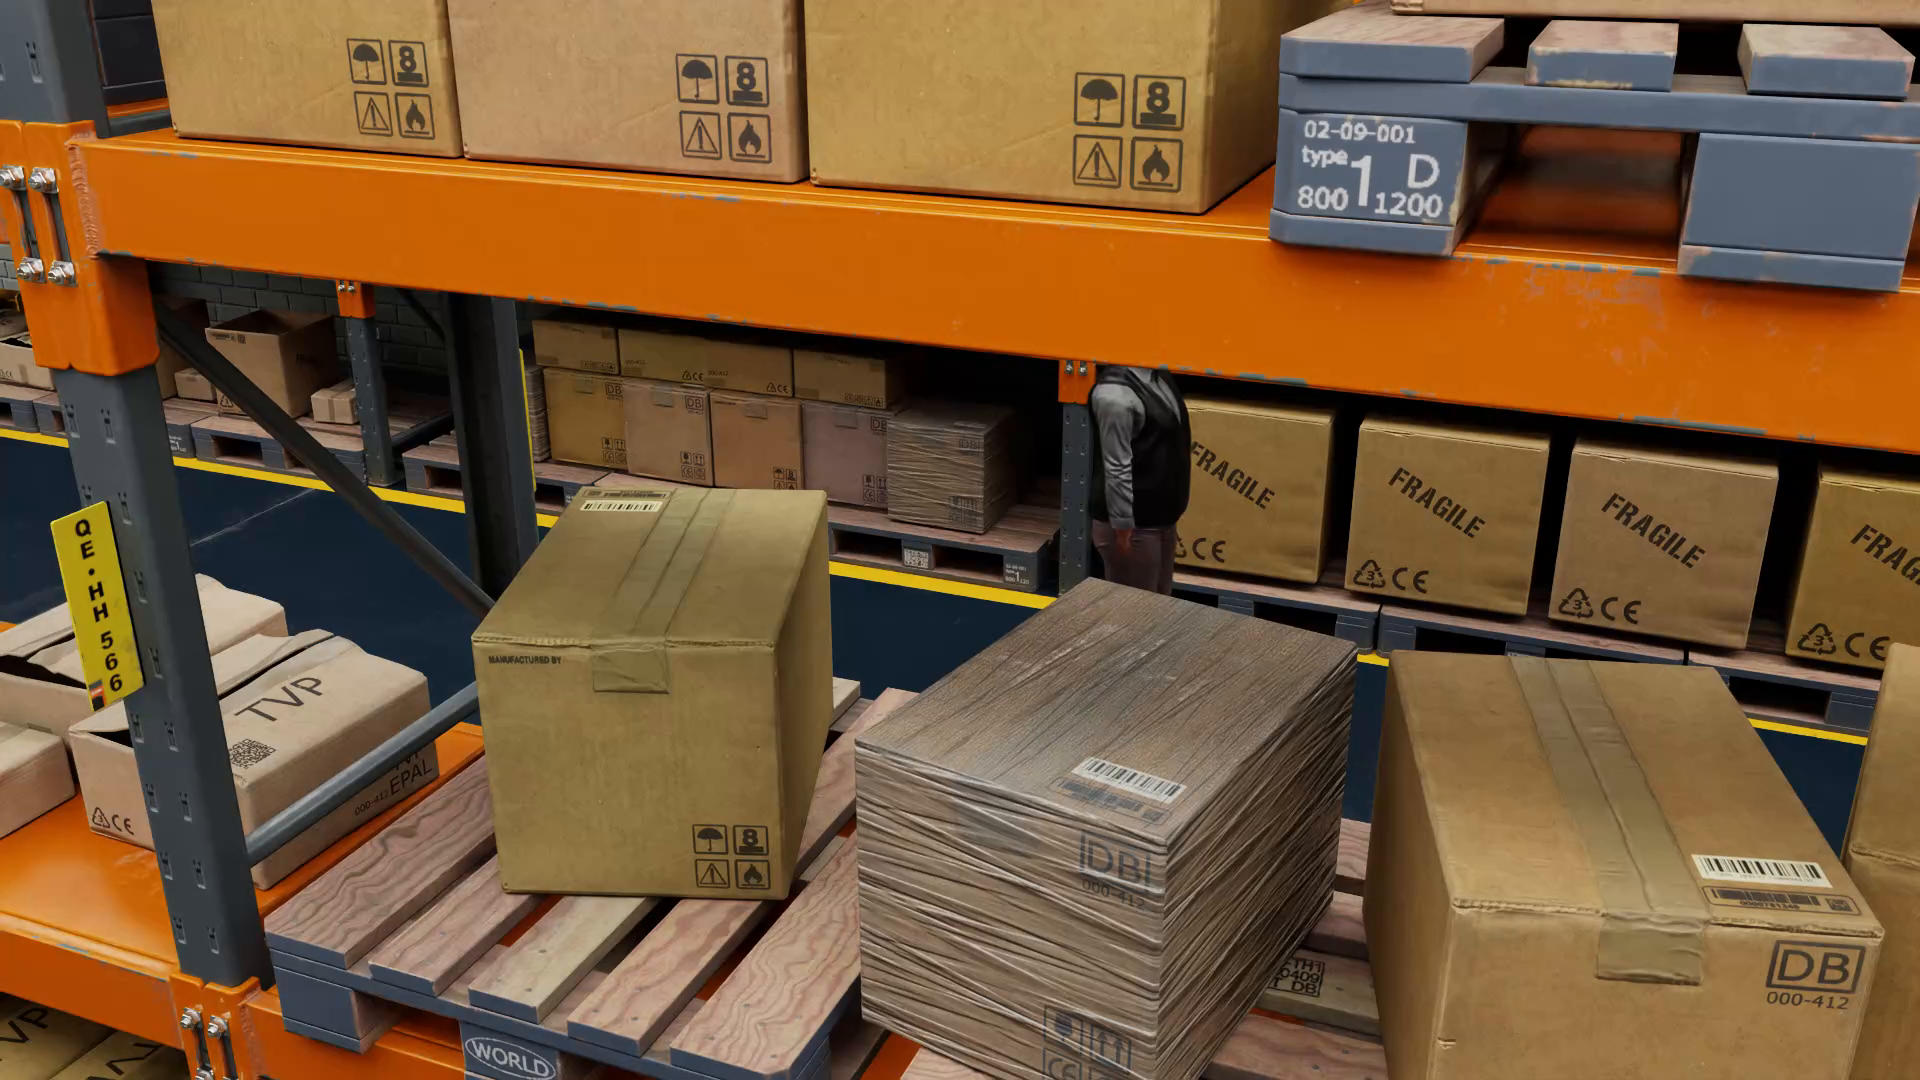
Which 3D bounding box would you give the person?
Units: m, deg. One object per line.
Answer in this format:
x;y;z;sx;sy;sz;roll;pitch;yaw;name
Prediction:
0.682;-0.017;6.363;0.358;1.453;0.533;9;24;21;person
